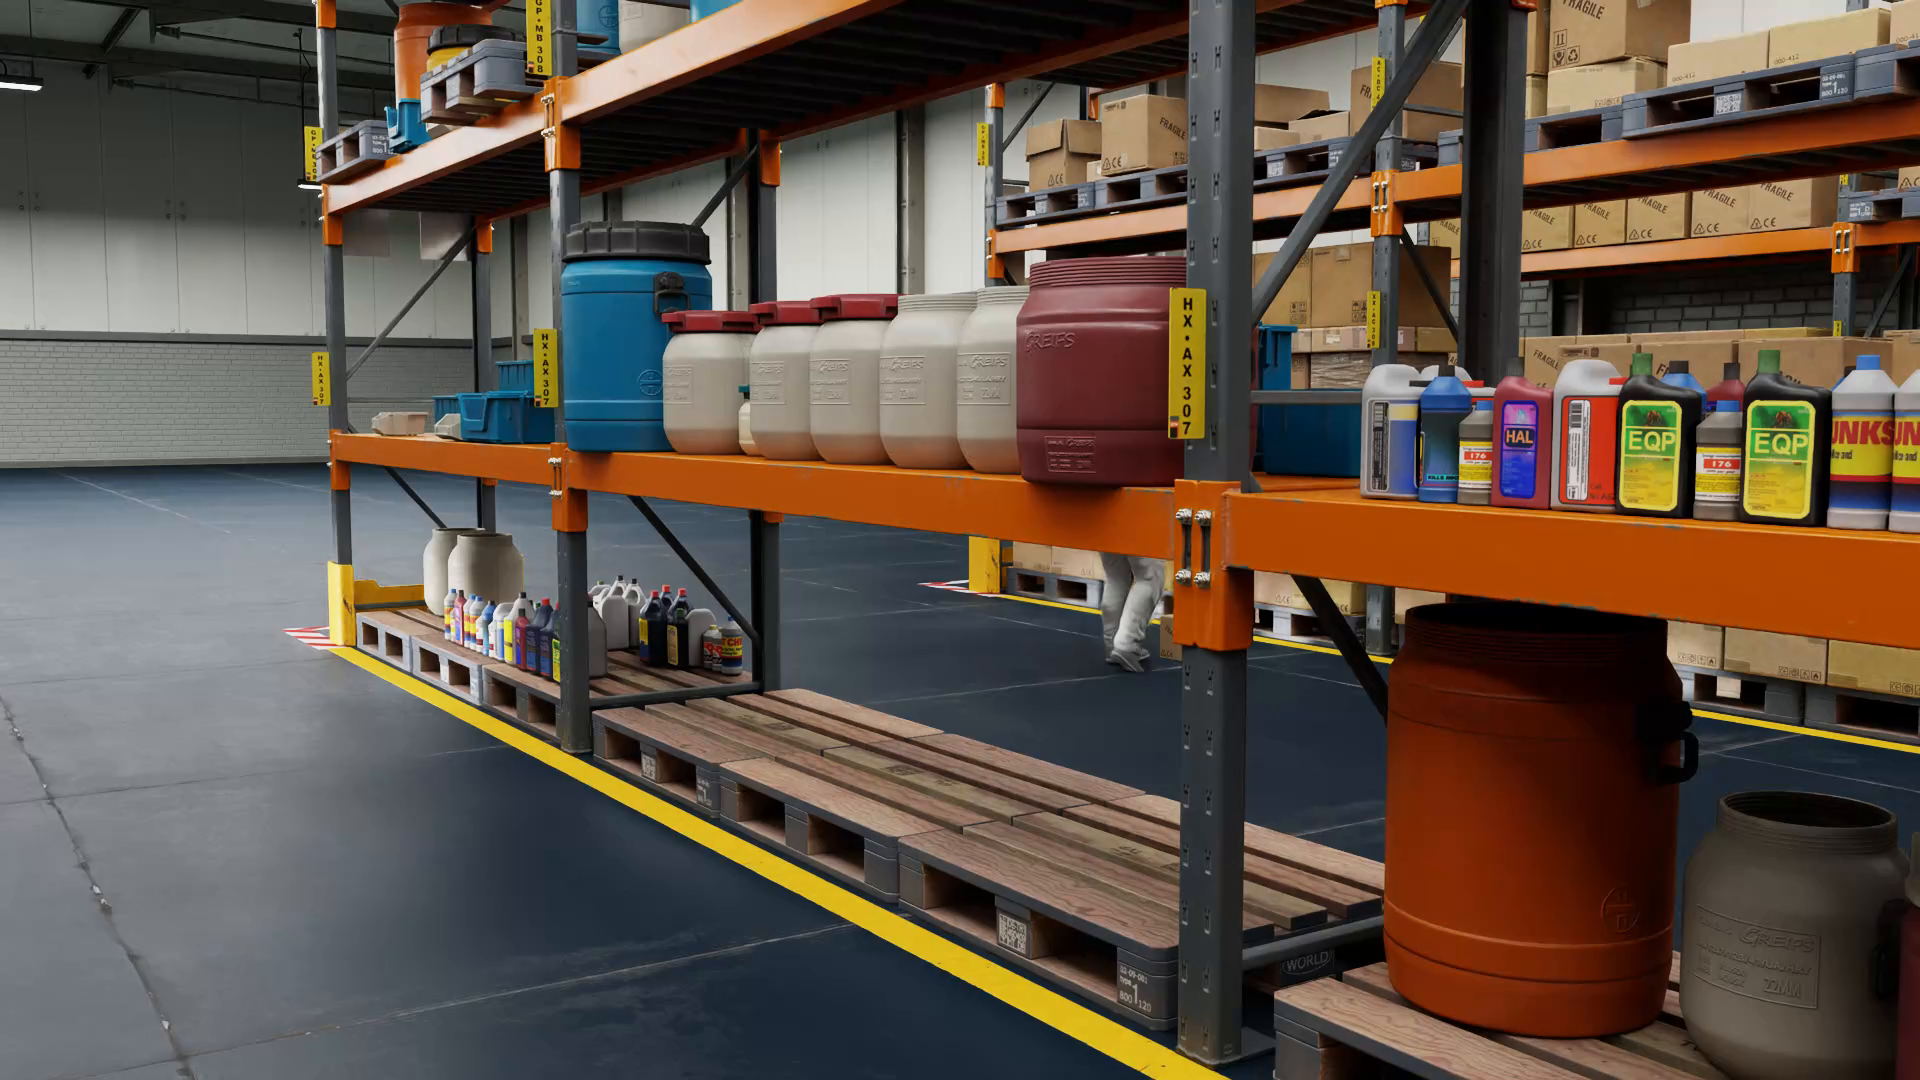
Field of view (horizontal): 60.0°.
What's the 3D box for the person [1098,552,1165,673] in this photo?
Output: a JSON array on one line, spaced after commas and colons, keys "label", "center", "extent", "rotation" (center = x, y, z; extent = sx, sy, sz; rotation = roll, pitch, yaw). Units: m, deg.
[{"label": "person", "center": [0.947, -0.078, 9.414], "extent": [0.470, 1.740, 0.482], "rotation": [-3, 6, -33]}]
